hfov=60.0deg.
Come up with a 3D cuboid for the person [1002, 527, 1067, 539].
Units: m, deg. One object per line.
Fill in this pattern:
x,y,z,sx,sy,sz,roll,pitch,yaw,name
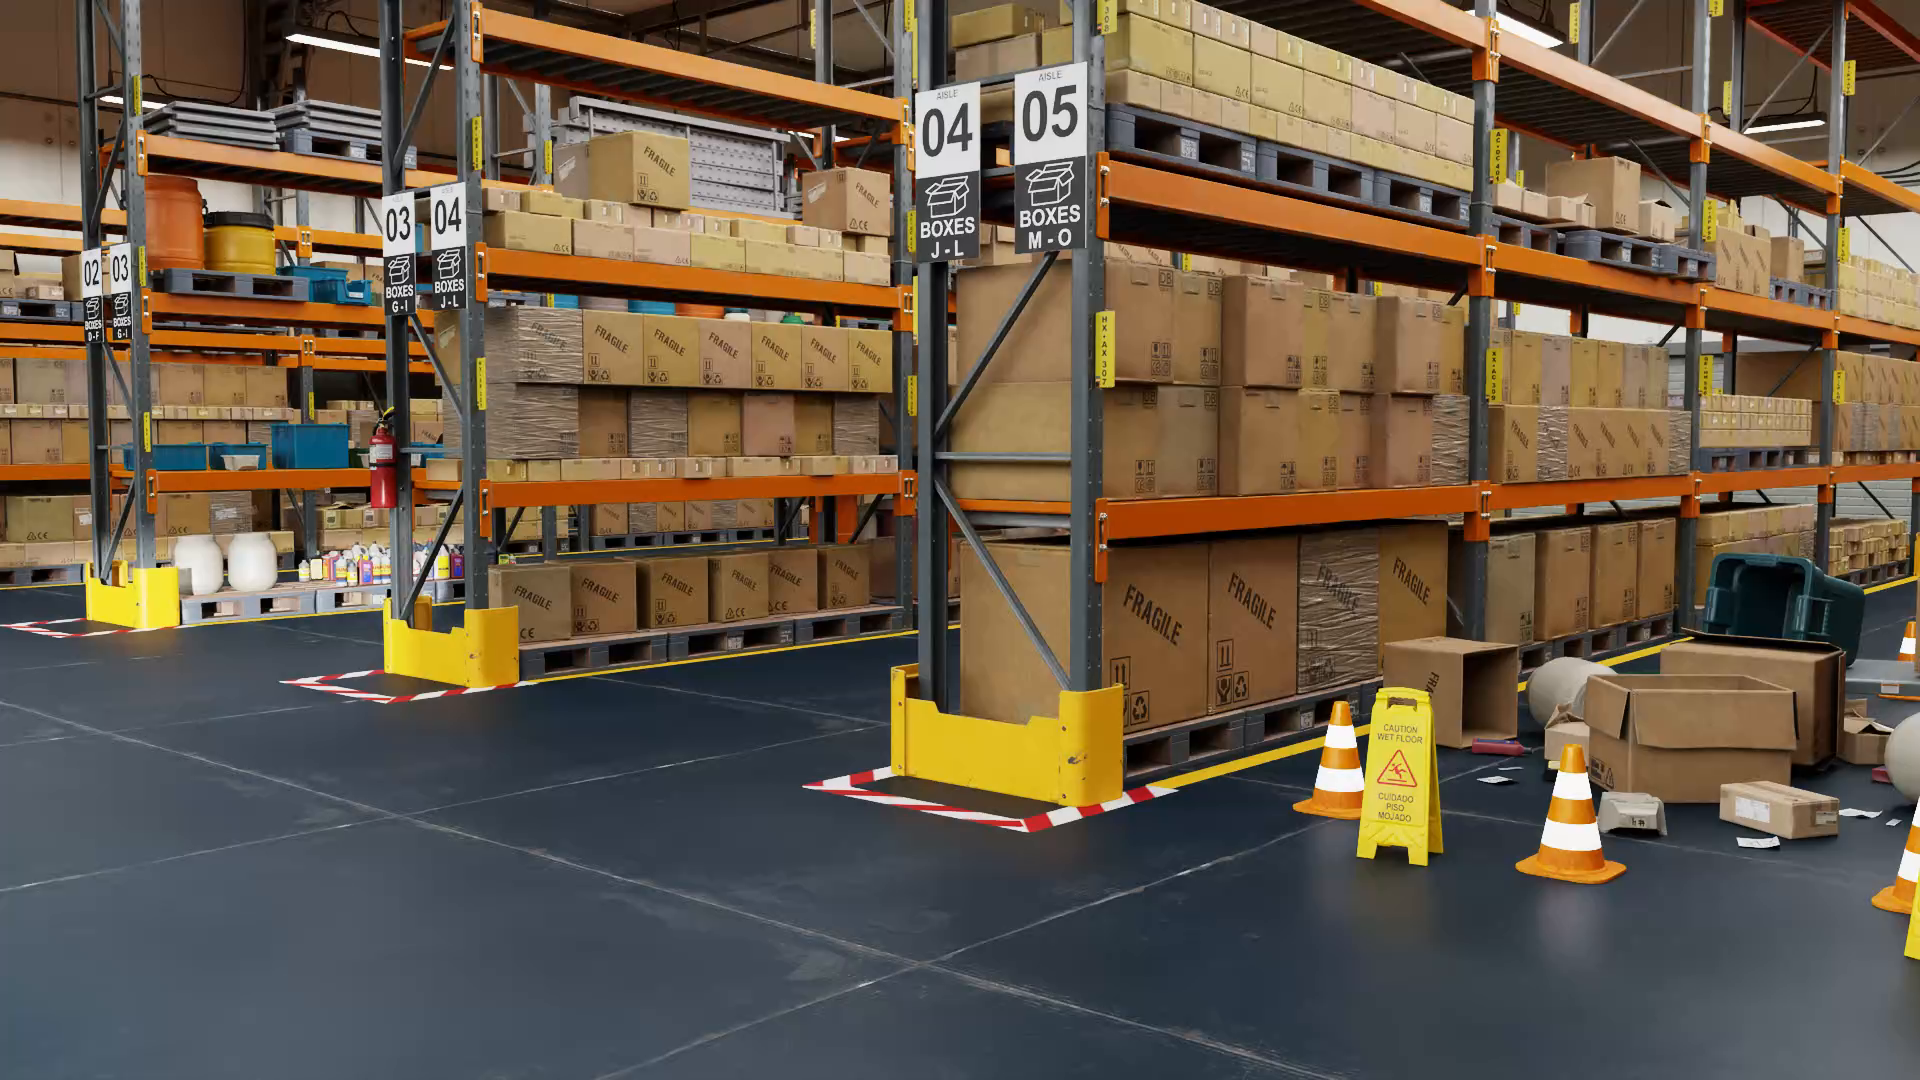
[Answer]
0.578,-0.095,13.375,0.602,1.727,0.386,3,4,36,person
